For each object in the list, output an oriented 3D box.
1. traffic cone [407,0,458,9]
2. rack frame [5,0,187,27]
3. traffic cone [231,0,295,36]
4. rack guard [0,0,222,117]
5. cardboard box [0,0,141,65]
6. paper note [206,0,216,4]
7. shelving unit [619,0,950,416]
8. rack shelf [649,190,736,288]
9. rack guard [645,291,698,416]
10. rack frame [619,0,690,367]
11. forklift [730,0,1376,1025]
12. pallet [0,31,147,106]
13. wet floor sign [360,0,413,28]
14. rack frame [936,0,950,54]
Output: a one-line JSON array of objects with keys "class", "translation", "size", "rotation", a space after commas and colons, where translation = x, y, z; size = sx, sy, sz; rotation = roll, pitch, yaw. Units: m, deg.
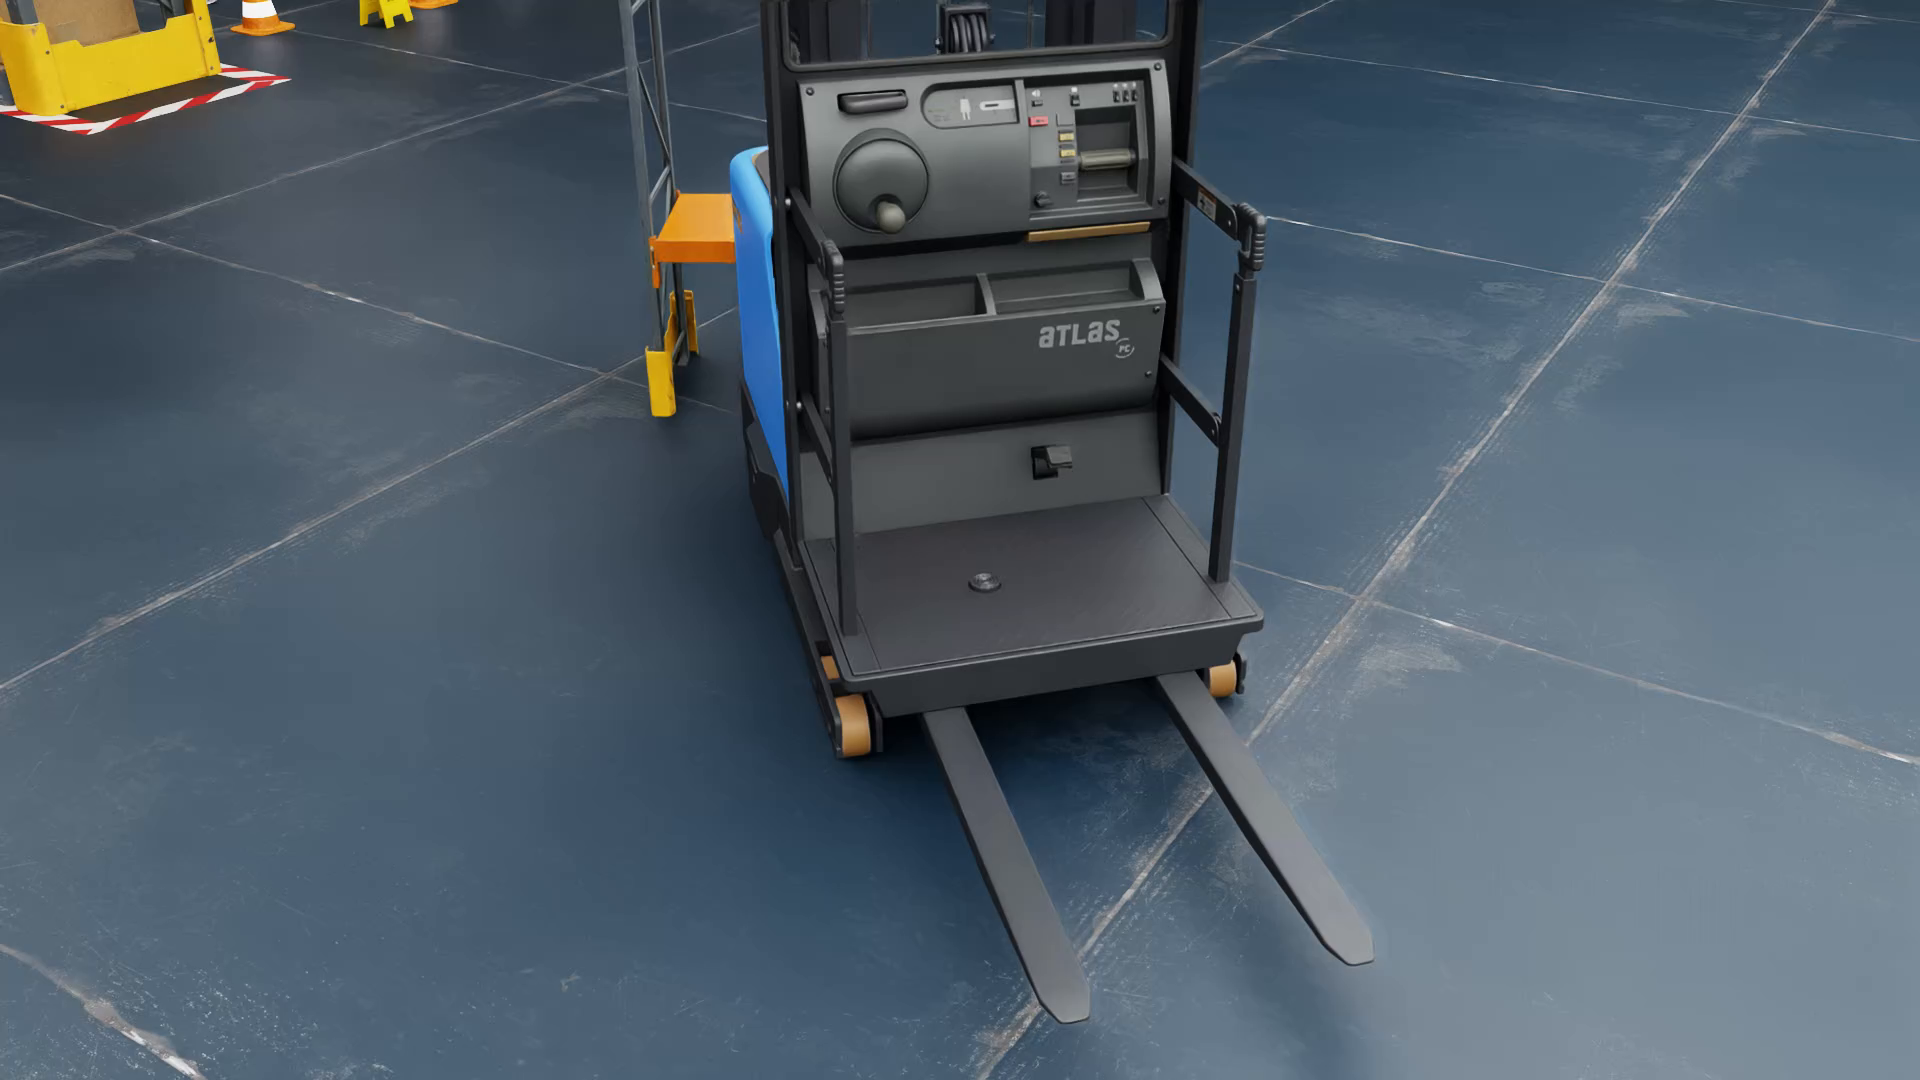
[{"class": "traffic cone", "translation": [-3.760, -4.002, 11.650], "size": [0.334, 0.463, 0.336], "rotation": [18, 35, 27]}, {"class": "rack frame", "translation": [-4.954, -3.958, 9.057], "size": [0.127, 3.000, 1.000], "rotation": [18, 35, 27]}, {"class": "traffic cone", "translation": [-4.649, -3.610, 10.979], "size": [0.334, 0.463, 0.336], "rotation": [18, 35, 27]}, {"class": "rack guard", "translation": [-4.934, -2.872, 9.676], "size": [0.348, 0.500, 1.175], "rotation": [18, 35, 27]}, {"class": "cardboard box", "translation": [-5.564, -3.375, 9.750], "size": [0.875, 0.875, 0.875], "rotation": [18, 35, 28]}, {"class": "paper note", "translation": [-5.345, -3.808, 11.749], "size": [0.144, 0.017, 0.142], "rotation": [-21, 36, -32]}, {"class": "shelving unit", "translation": [-0.574, -1.239, 5.886], "size": [1.083, 1.500, 0.587], "rotation": [1, 30, 1]}, {"class": "rack shelf", "translation": [-0.565, -1.084, 5.976], "size": [1.000, 0.185, 0.538], "rotation": [1, 30, 1]}, {"class": "rack guard", "translation": [-1.072, -0.704, 6.209], "size": [0.087, 0.250, 0.587], "rotation": [1, 30, 1]}, {"class": "rack frame", "translation": [-1.073, -1.244, 5.894], "size": [0.032, 1.500, 0.500], "rotation": [1, 30, 1]}, {"class": "forklift", "translation": [0.131, -0.921, 3.920], "size": [1.130, 2.935, 3.031], "rotation": [-8, 31, -13]}, {"class": "pallet", "translation": [-5.673, -2.934, 10.070], "size": [1.213, 0.211, 1.003], "rotation": [18, 35, 27]}, {"class": "wet floor sign", "translation": [-3.877, -3.778, 11.086], "size": [0.232, 0.644, 0.267], "rotation": [12, 32, 19]}, {"class": "rack frame", "translation": [-0.056, -1.234, 5.877], "size": [0.032, 1.500, 0.500], "rotation": [1, 30, 1]}]
